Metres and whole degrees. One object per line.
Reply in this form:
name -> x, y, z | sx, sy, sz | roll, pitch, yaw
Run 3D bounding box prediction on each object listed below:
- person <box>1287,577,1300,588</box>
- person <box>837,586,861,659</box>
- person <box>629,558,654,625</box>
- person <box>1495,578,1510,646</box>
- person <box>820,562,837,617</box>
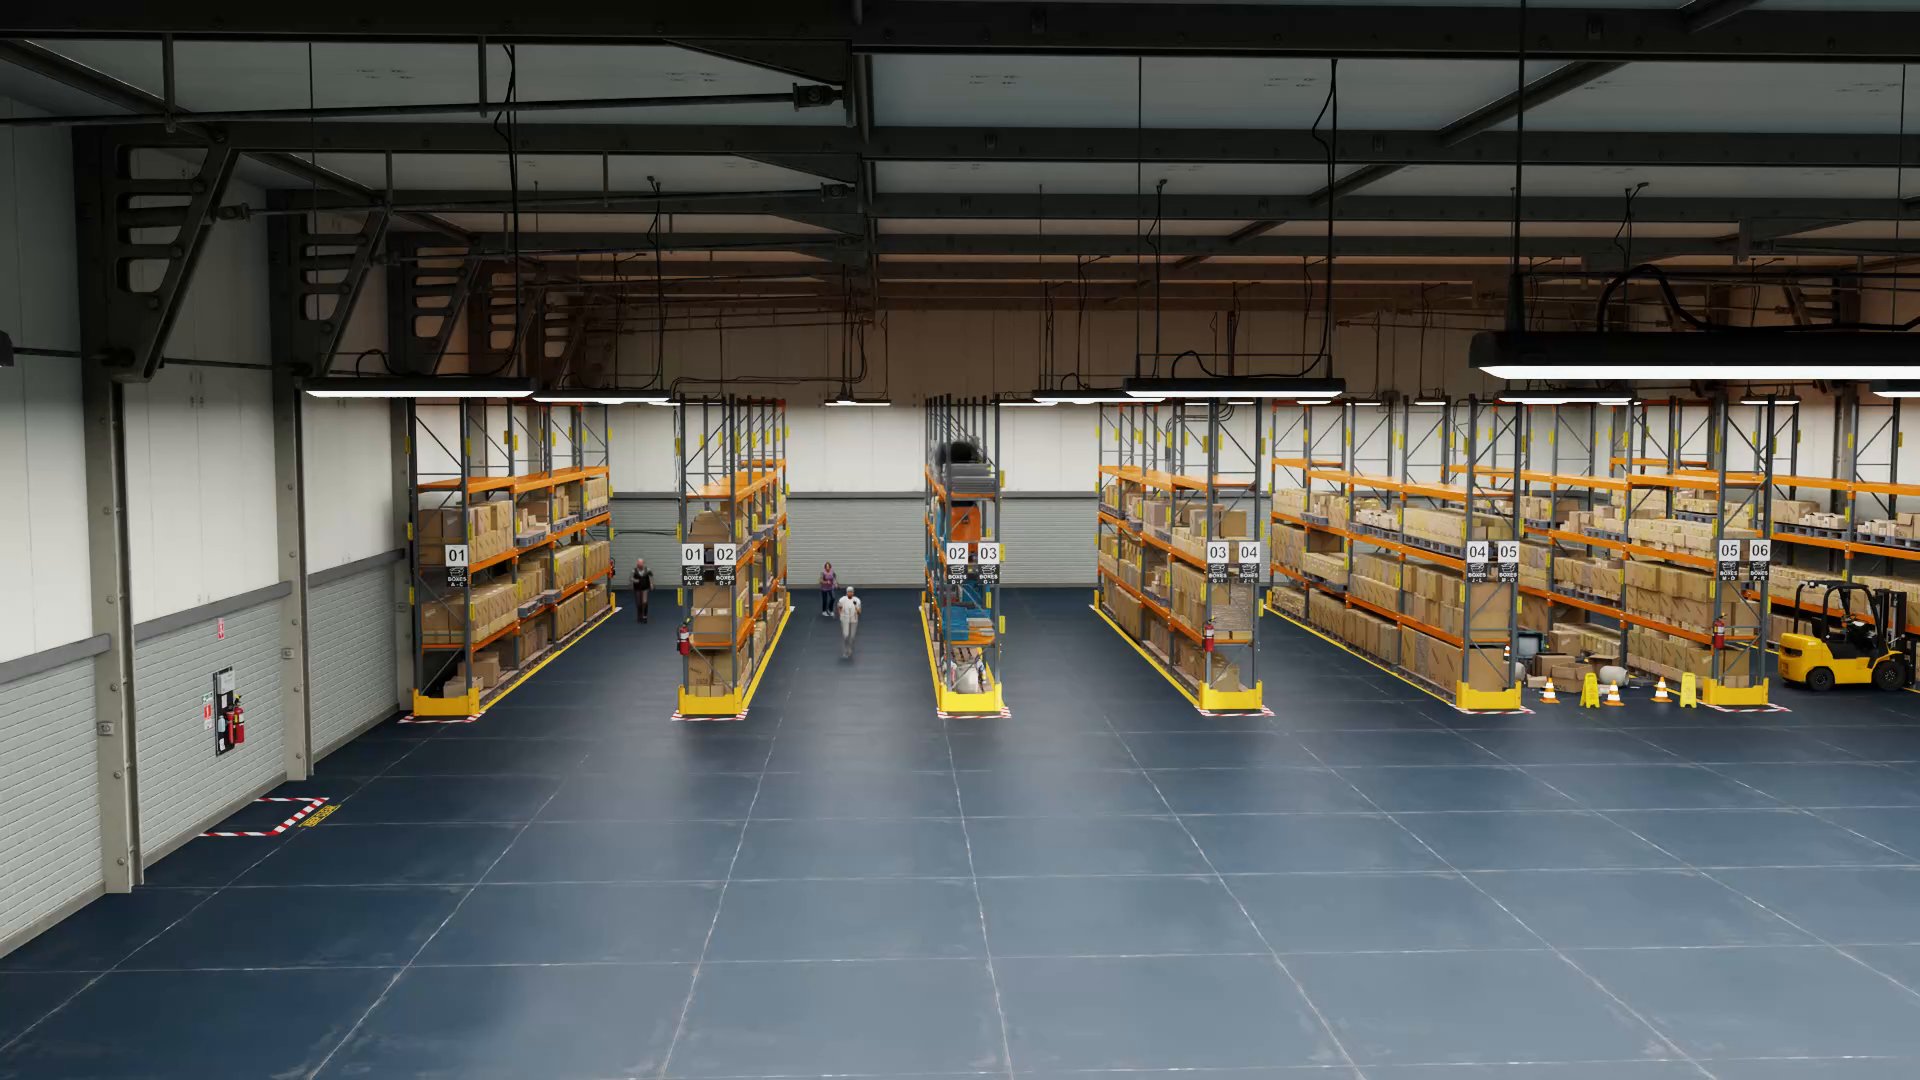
person -> 9.879, 1.080, 48.810 | 0.719, 1.611, 0.531 | 0, 5, 0
person -> -2.532, 1.897, 38.239 | 0.518, 1.684, 0.786 | -1, 5, -13
person -> -8.483, 1.373, 44.266 | 0.611, 1.775, 0.831 | 0, 5, -5
person -> 12.900, 1.758, 39.913 | 0.582, 1.646, 0.965 | -1, 5, -16
person -> -3.611, 1.357, 45.593 | 0.538, 1.524, 0.885 | -1, 5, -16
